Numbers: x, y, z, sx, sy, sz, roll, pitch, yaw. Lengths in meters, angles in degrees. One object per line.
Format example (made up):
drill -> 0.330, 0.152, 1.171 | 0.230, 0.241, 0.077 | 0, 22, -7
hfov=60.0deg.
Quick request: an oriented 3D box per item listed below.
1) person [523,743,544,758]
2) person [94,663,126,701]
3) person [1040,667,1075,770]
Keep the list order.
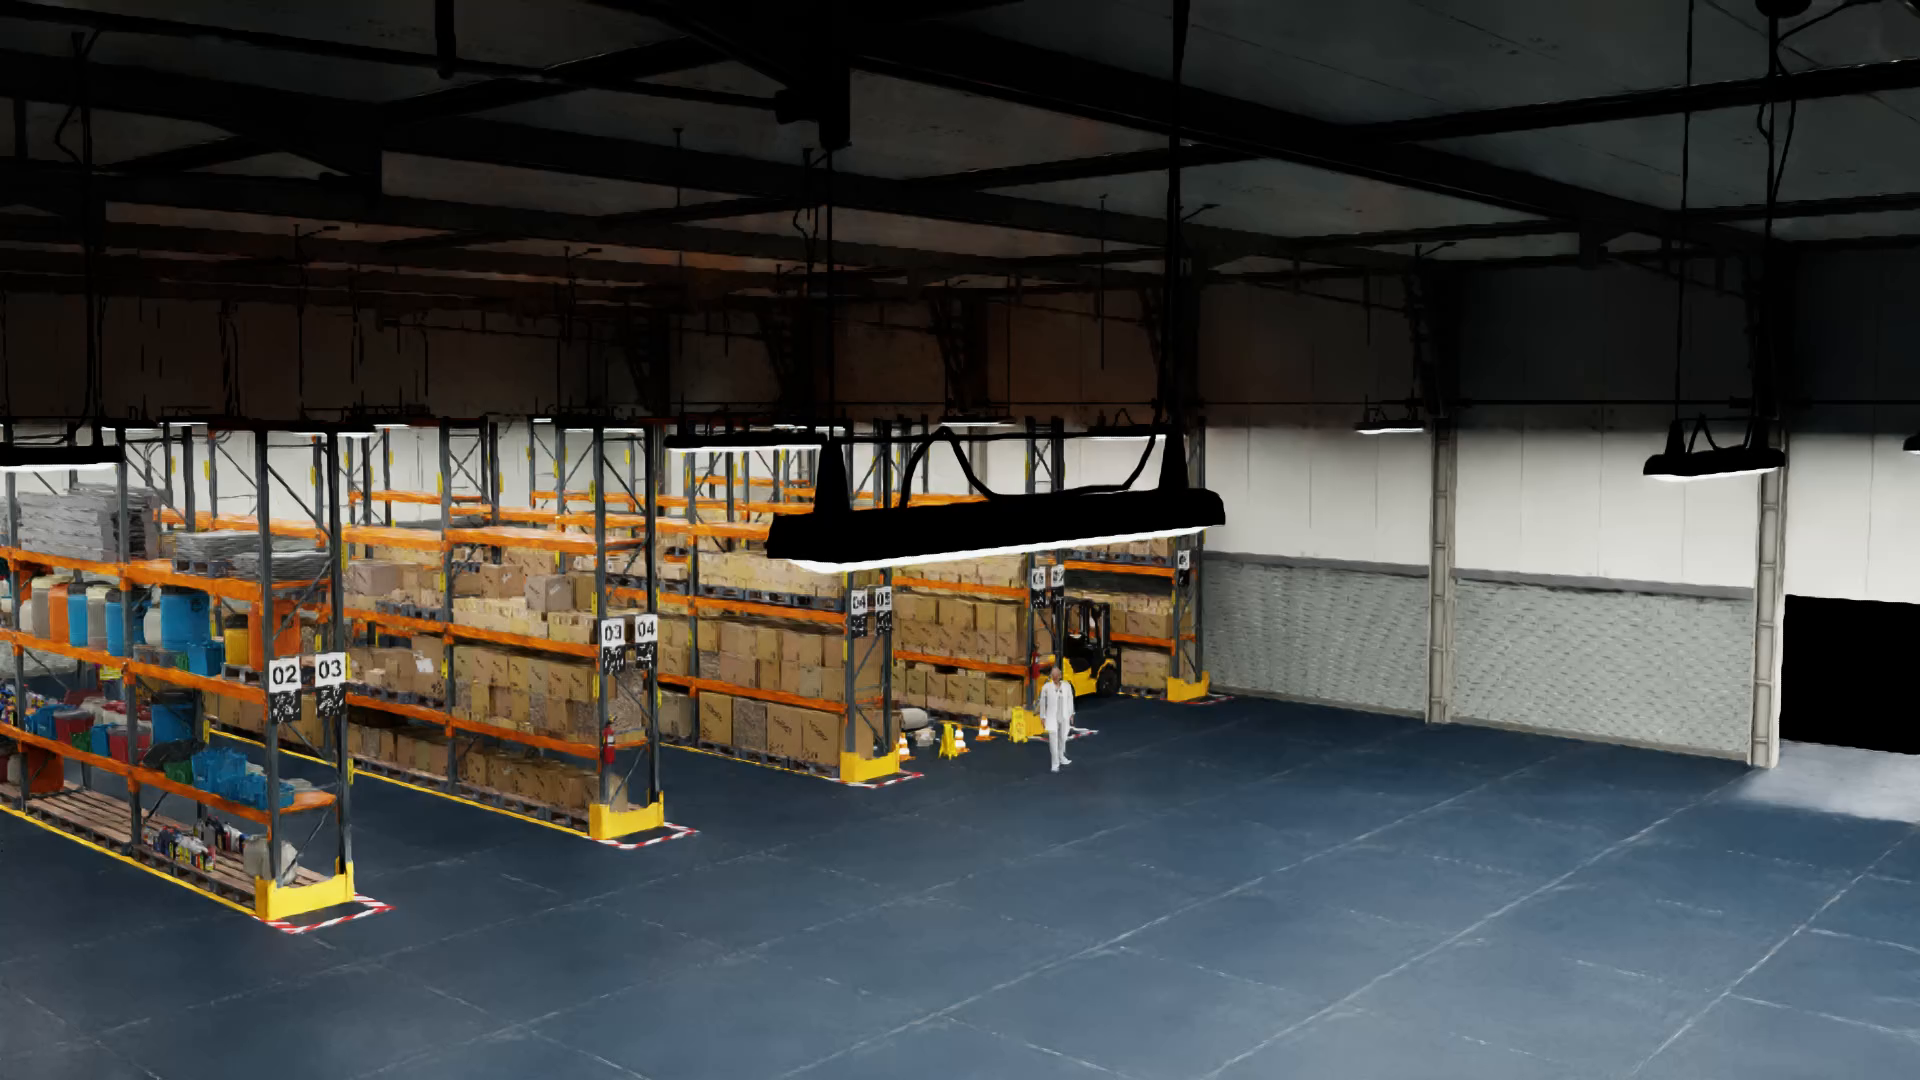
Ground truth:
person -> -7.228, 3.099, 28.492 | 1.042, 1.733, 0.577 | 4, 6, 39
person -> -16.880, 2.732, 33.047 | 1.121, 1.691, 0.577 | 5, 7, 43
person -> 1.679, 3.061, 28.790 | 0.611, 1.765, 0.632 | -1, 5, -13
